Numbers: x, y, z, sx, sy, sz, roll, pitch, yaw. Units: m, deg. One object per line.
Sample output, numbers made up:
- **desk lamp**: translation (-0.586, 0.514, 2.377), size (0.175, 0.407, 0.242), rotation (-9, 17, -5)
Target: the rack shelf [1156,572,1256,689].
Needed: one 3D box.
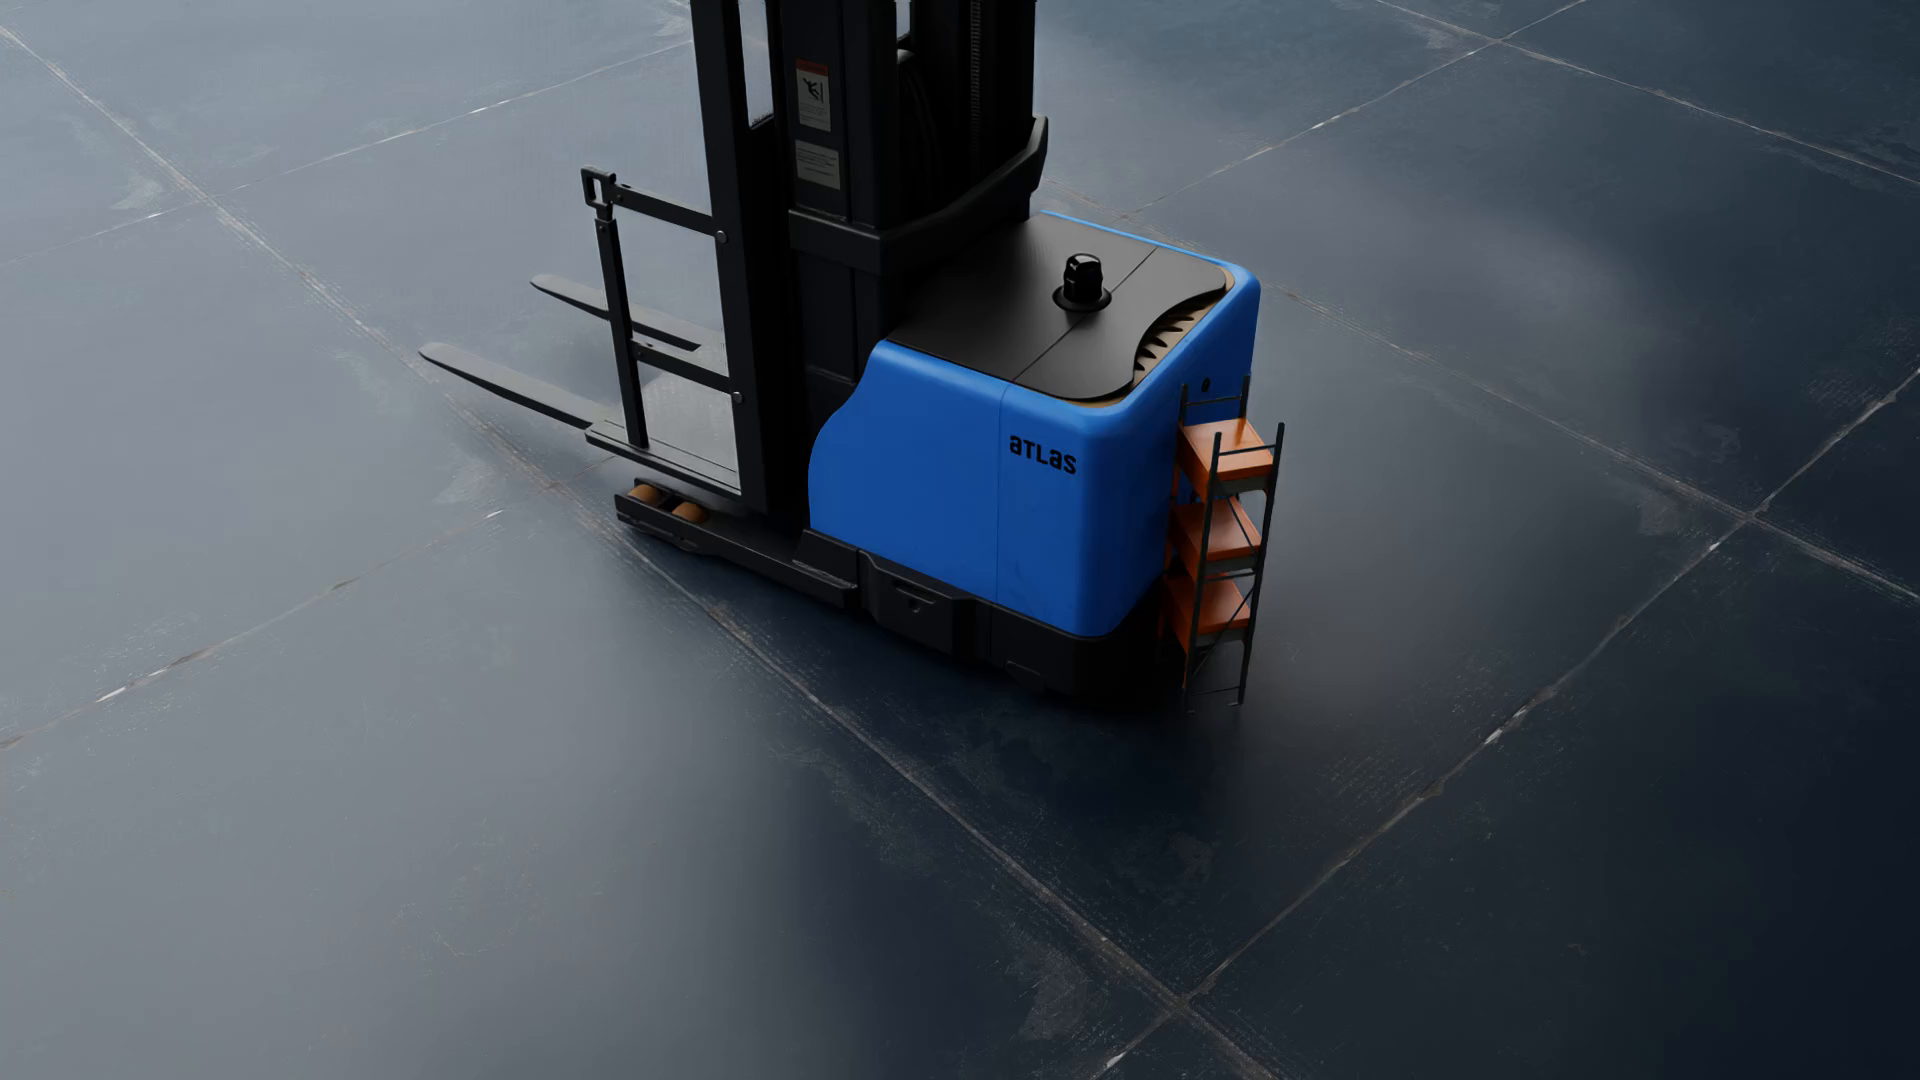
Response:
- **rack shelf**: translation (0.743, 0.260, 5.050), size (0.215, 0.259, 0.240), rotation (-9, 40, -12)

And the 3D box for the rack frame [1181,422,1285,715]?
- **rack frame**: translation (0.775, 0.109, 4.777), size (0.200, 1.050, 0.008), rotation (-9, 40, -12)

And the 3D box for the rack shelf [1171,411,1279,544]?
- **rack shelf**: translation (0.745, -0.178, 4.698), size (0.215, 0.259, 0.240), rotation (-9, 40, -12)

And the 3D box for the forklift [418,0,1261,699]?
- **forklift**: translation (-0.591, -1.359, 5.100), size (3.031, 2.935, 1.130), rotation (21, 44, 24)

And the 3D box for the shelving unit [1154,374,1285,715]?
- **shelving unit**: translation (0.744, 0.035, 4.869), size (0.215, 1.050, 0.252), rotation (-9, 40, -12)

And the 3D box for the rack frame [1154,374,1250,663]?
- **rack frame**: translation (0.713, -0.038, 4.961), size (0.200, 1.050, 0.008), rotation (-9, 40, -12)

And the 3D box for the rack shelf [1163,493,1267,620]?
- **rack shelf**: translation (0.744, 0.044, 4.876), size (0.215, 0.259, 0.240), rotation (-9, 40, -12)
